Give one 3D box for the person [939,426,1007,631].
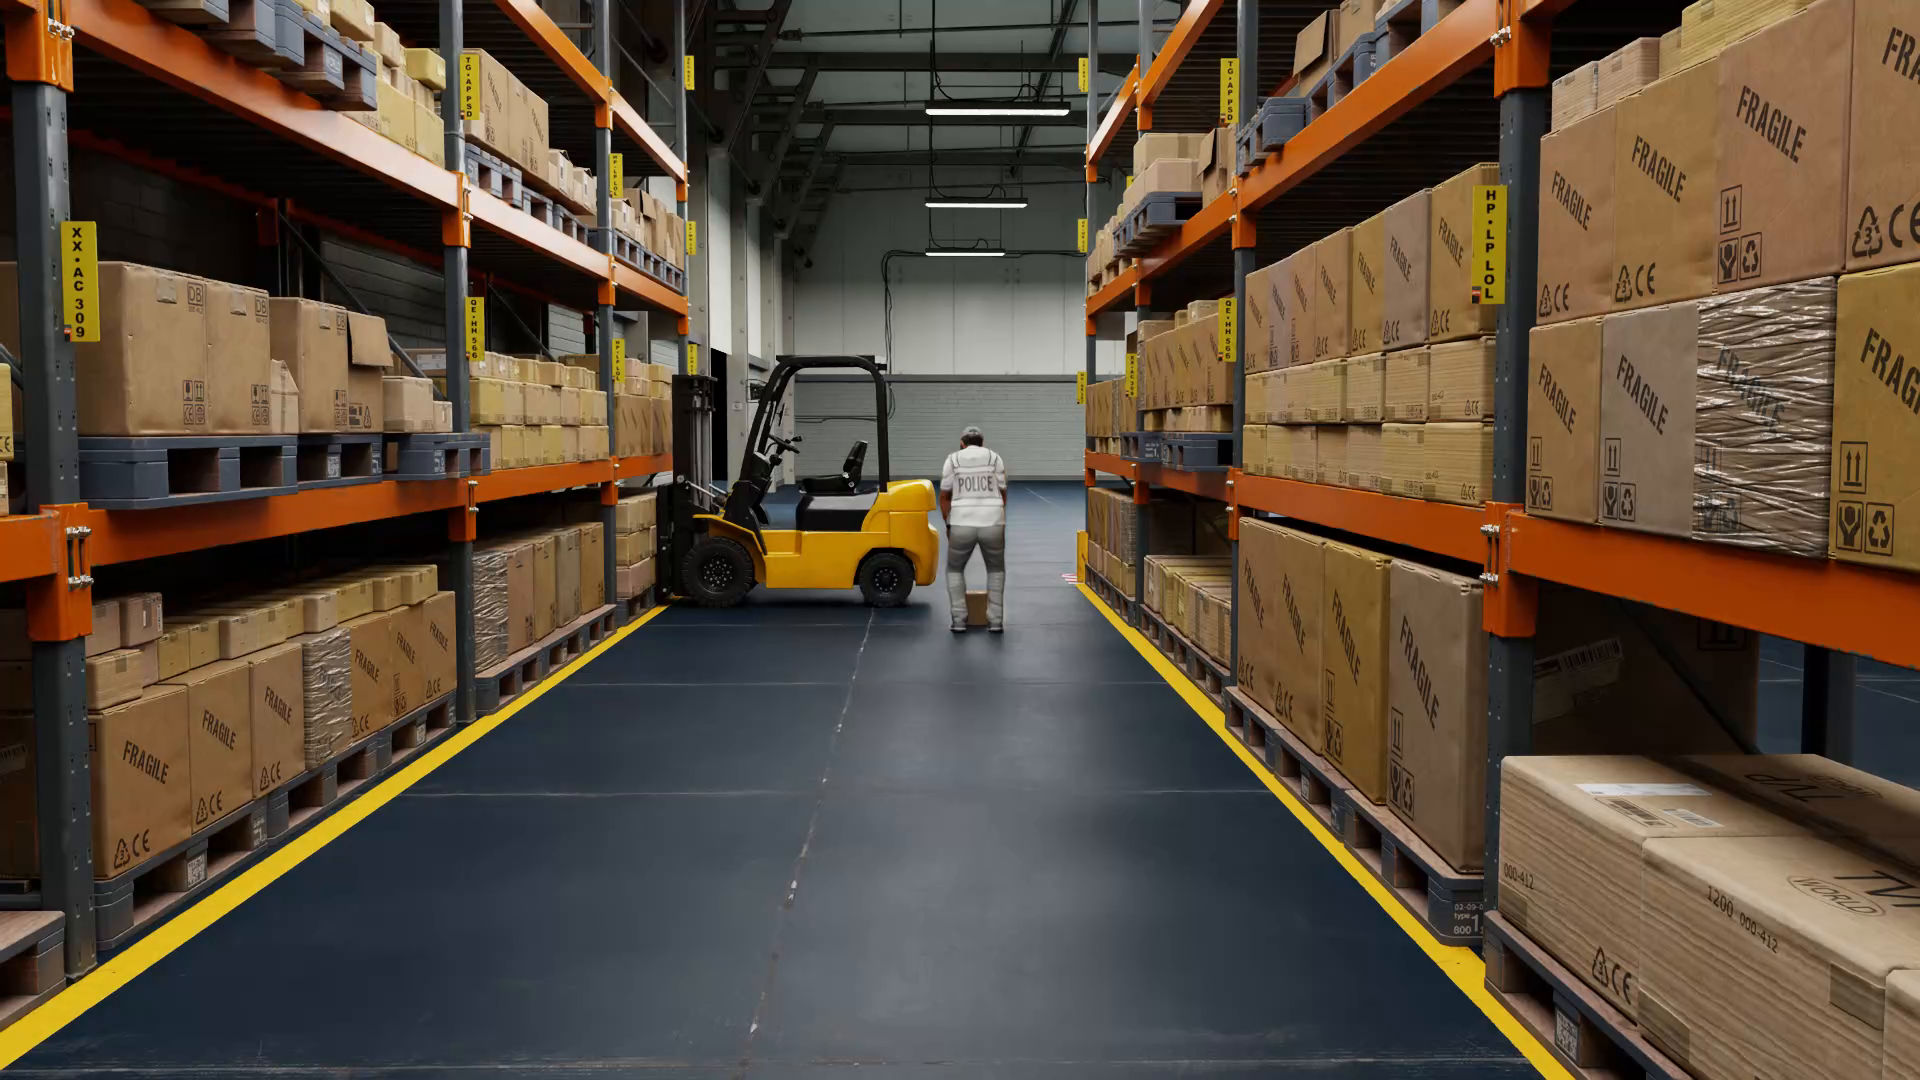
[{"bbox_3d":[0.097,-0.079,12.554,0.515,1.558,0.571,0,4,0],"label":"person"}]
